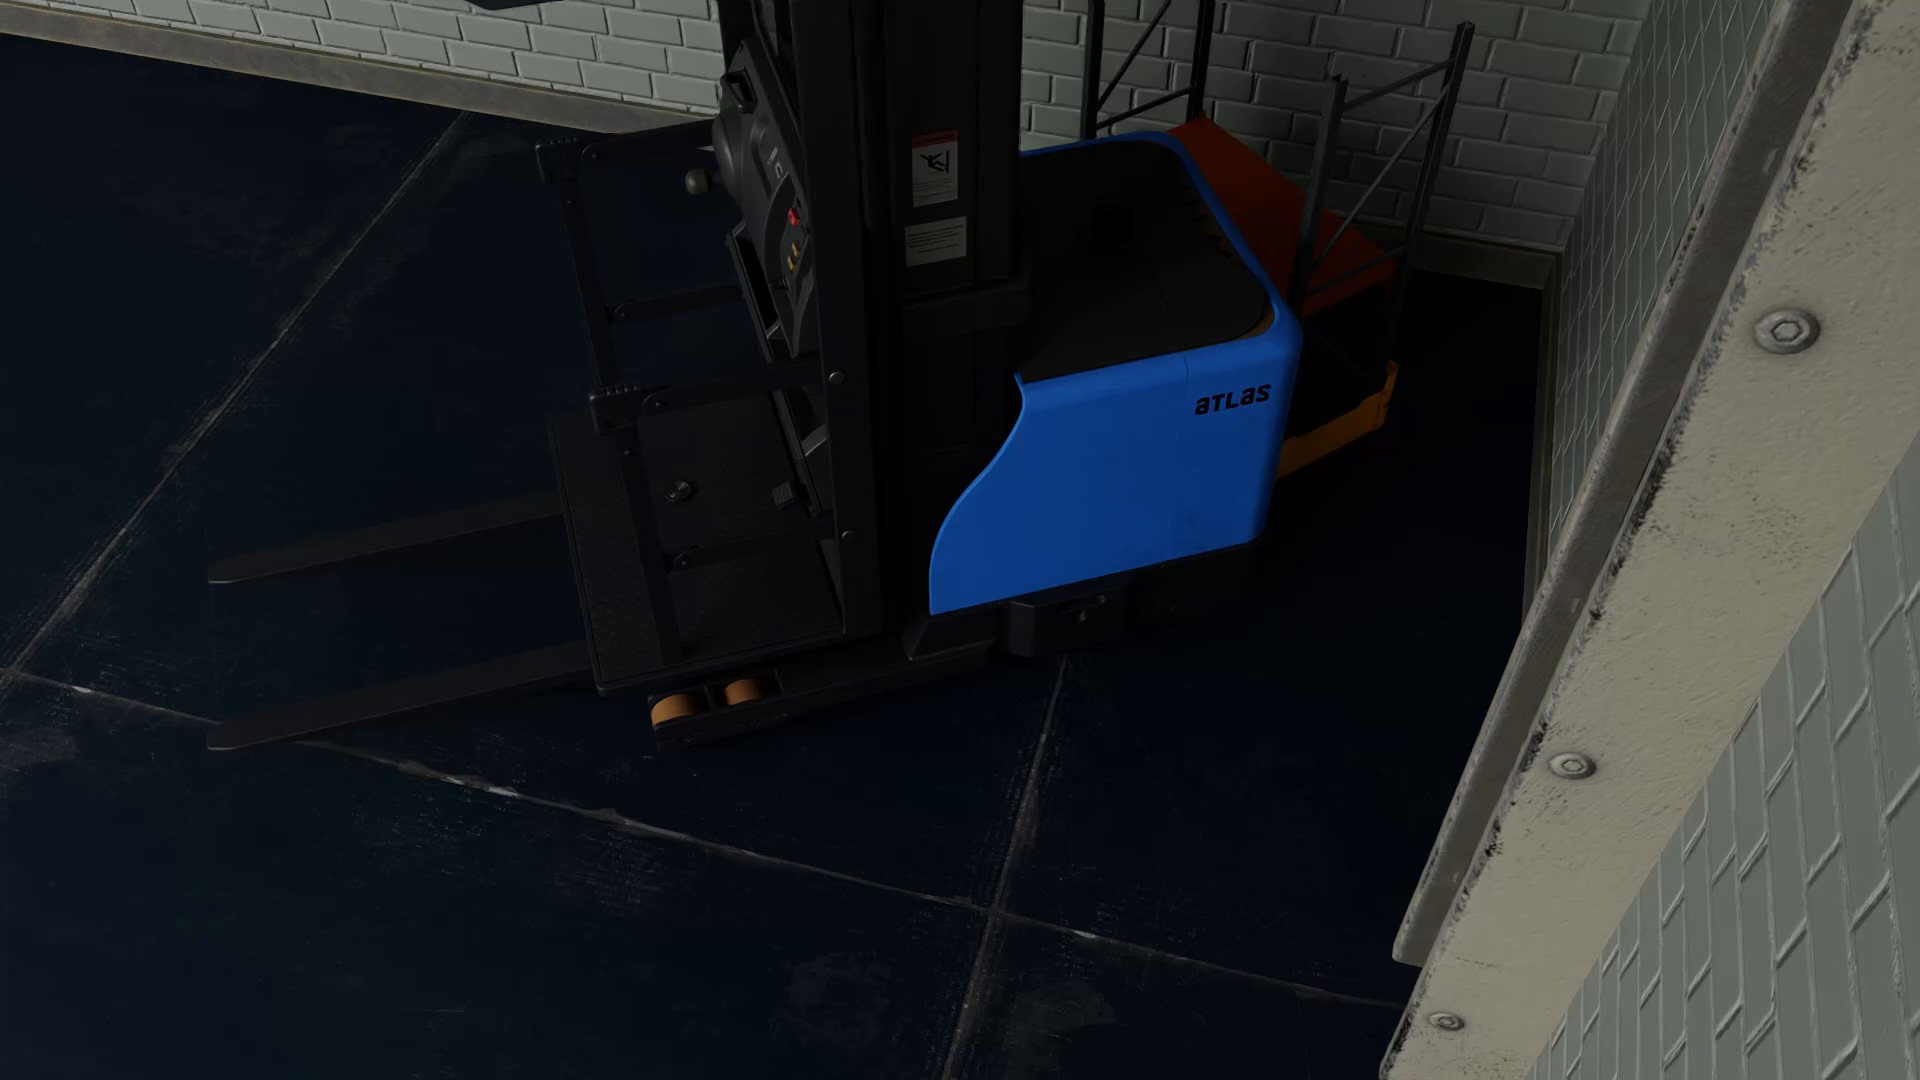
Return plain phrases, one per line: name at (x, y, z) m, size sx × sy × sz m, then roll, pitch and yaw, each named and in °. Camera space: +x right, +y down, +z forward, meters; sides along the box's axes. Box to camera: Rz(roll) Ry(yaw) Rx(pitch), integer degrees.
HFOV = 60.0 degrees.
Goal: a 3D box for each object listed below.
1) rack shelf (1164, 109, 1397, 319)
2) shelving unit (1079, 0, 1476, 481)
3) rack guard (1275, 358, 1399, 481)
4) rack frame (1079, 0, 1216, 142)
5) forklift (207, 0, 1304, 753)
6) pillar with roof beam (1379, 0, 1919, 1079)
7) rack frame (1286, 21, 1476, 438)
rack shelf at (0.889, -0.991, 5.364) m, size 0.538 × 0.185 × 1.000 m, roll -26°, pitch 54°, yaw -21°
shelving unit at (0.894, -1.104, 5.224) m, size 0.587 × 1.500 × 1.083 m, roll -26°, pitch 54°, yaw -21°
rack guard at (1.170, -0.380, 5.418) m, size 0.587 × 0.250 × 0.087 m, roll -26°, pitch 54°, yaw -21°
rack frame at (0.608, -1.427, 5.509) m, size 0.500 × 1.500 × 0.032 m, roll -26°, pitch 54°, yaw -21°
forklift at (-0.661, -0.823, 4.022) m, size 3.031 × 2.935 × 1.130 m, roll -13°, pitch 50°, yaw -11°
pillar with roof beam at (-2.926, -2.612, 1.553) m, size 9.100 × 9.000 × 0.400 m, roll 12°, pitch 50°, yaw 10°
rack frame at (1.170, -0.793, 4.949) m, size 0.500 × 1.500 × 0.032 m, roll -26°, pitch 54°, yaw -21°
